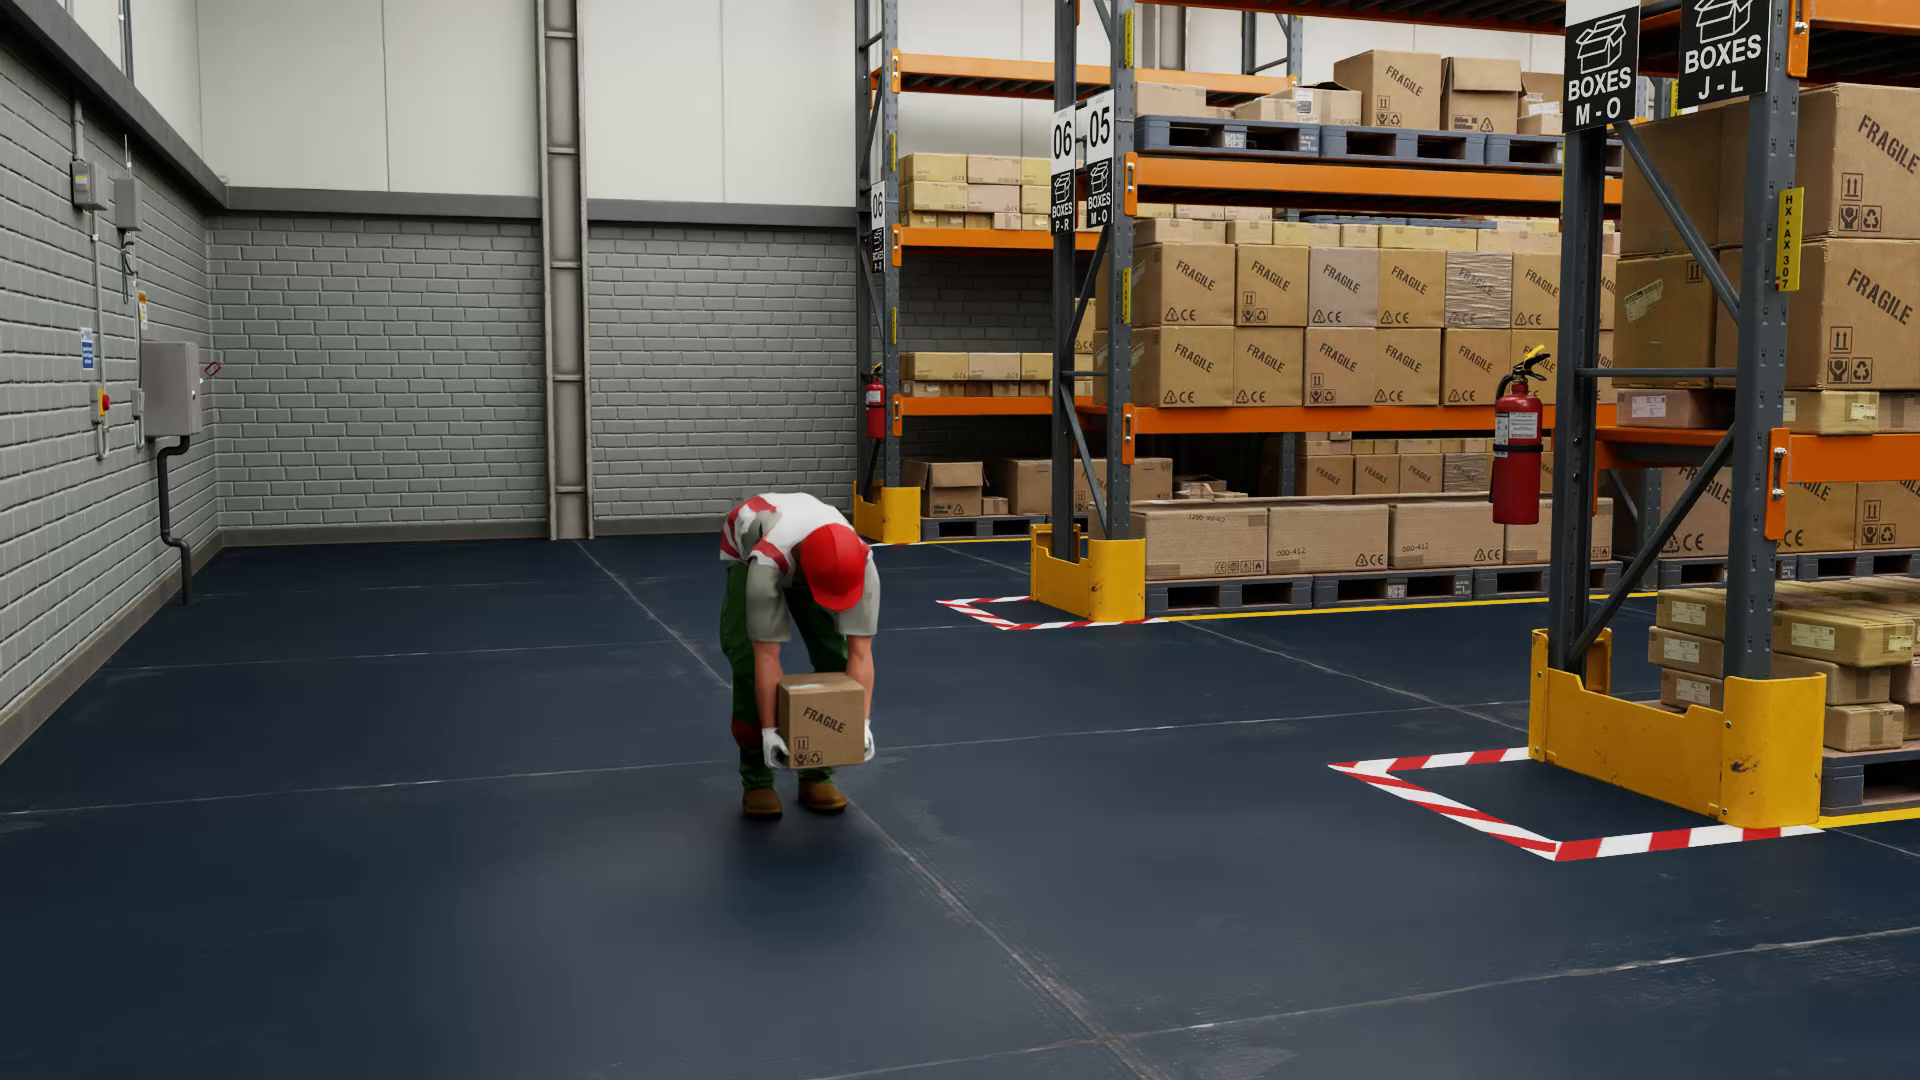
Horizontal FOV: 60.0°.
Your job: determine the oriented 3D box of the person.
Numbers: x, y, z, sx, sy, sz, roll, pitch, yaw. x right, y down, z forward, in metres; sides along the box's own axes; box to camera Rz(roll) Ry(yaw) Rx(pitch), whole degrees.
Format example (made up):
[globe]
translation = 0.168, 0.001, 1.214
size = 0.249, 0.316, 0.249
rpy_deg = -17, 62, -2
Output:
[person]
translation = -0.524, 0.402, 5.590
size = 0.492, 1.094, 0.965
rpy_deg = -2, 6, -21
